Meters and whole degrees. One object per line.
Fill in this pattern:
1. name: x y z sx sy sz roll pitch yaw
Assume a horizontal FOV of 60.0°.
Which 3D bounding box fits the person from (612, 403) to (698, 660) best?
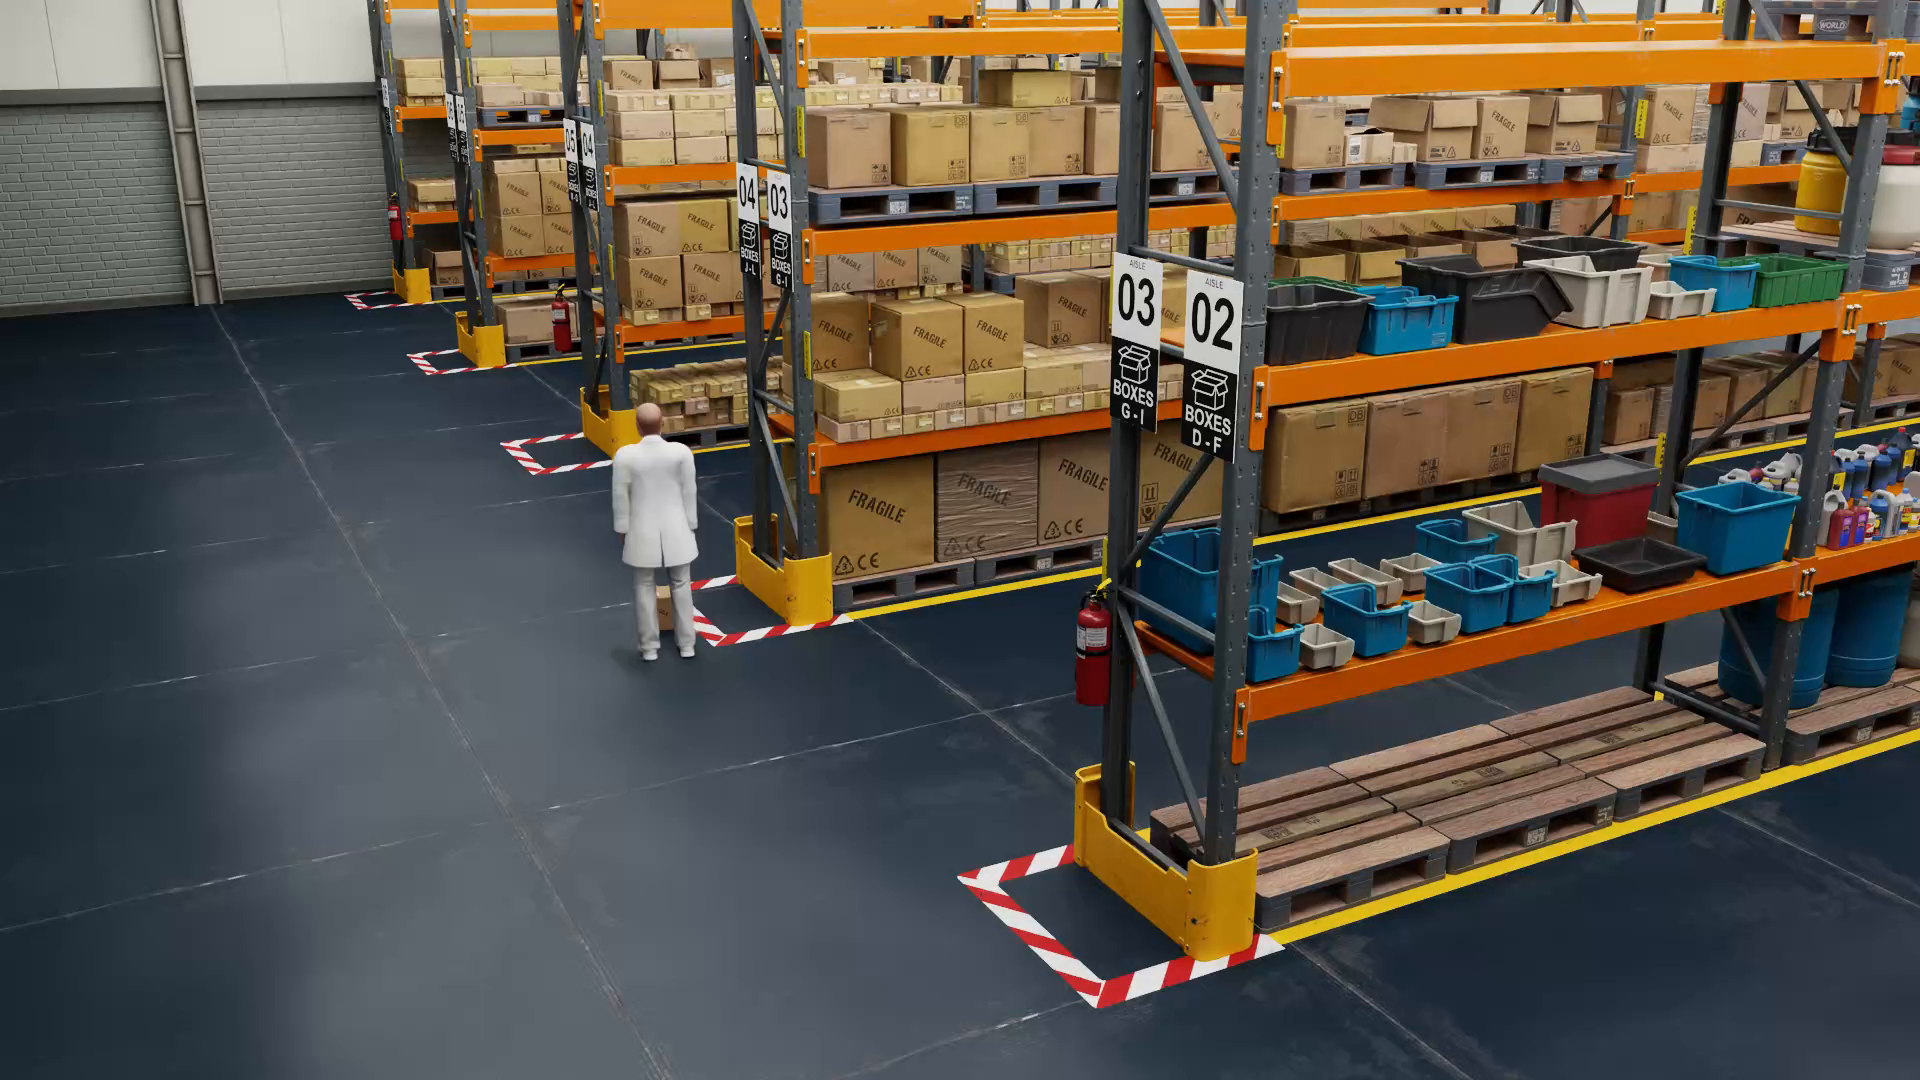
1. person: -2.064 -0.066 11.294 0.562 1.774 0.379 -4 19 -13
